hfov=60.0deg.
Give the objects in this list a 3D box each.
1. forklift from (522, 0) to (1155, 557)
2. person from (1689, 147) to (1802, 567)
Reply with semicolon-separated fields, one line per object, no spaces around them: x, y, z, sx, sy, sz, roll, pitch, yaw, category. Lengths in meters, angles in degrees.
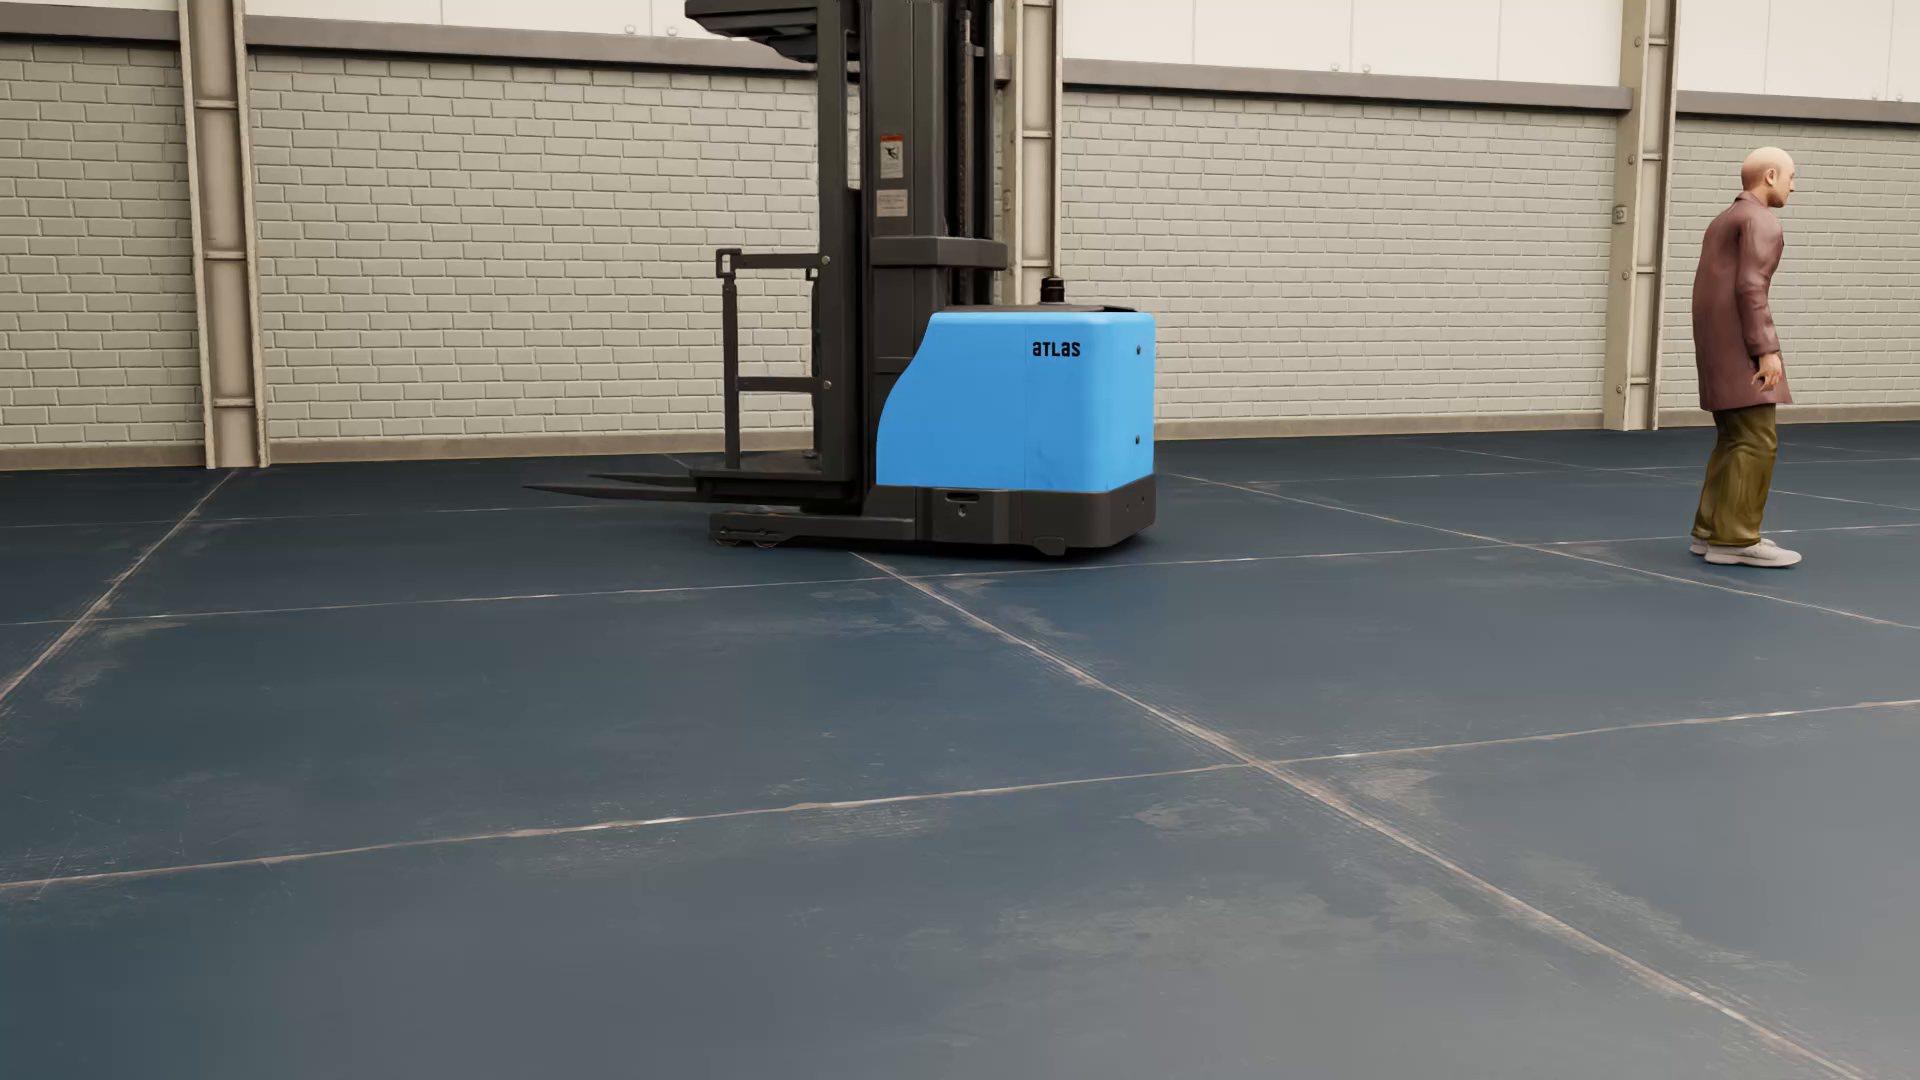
-0.636;-1.475;7.896;3.031;2.935;1.130;3;8;19;forklift
3.397;-0.795;7.193;0.433;1.772;0.643;1;8;10;person
